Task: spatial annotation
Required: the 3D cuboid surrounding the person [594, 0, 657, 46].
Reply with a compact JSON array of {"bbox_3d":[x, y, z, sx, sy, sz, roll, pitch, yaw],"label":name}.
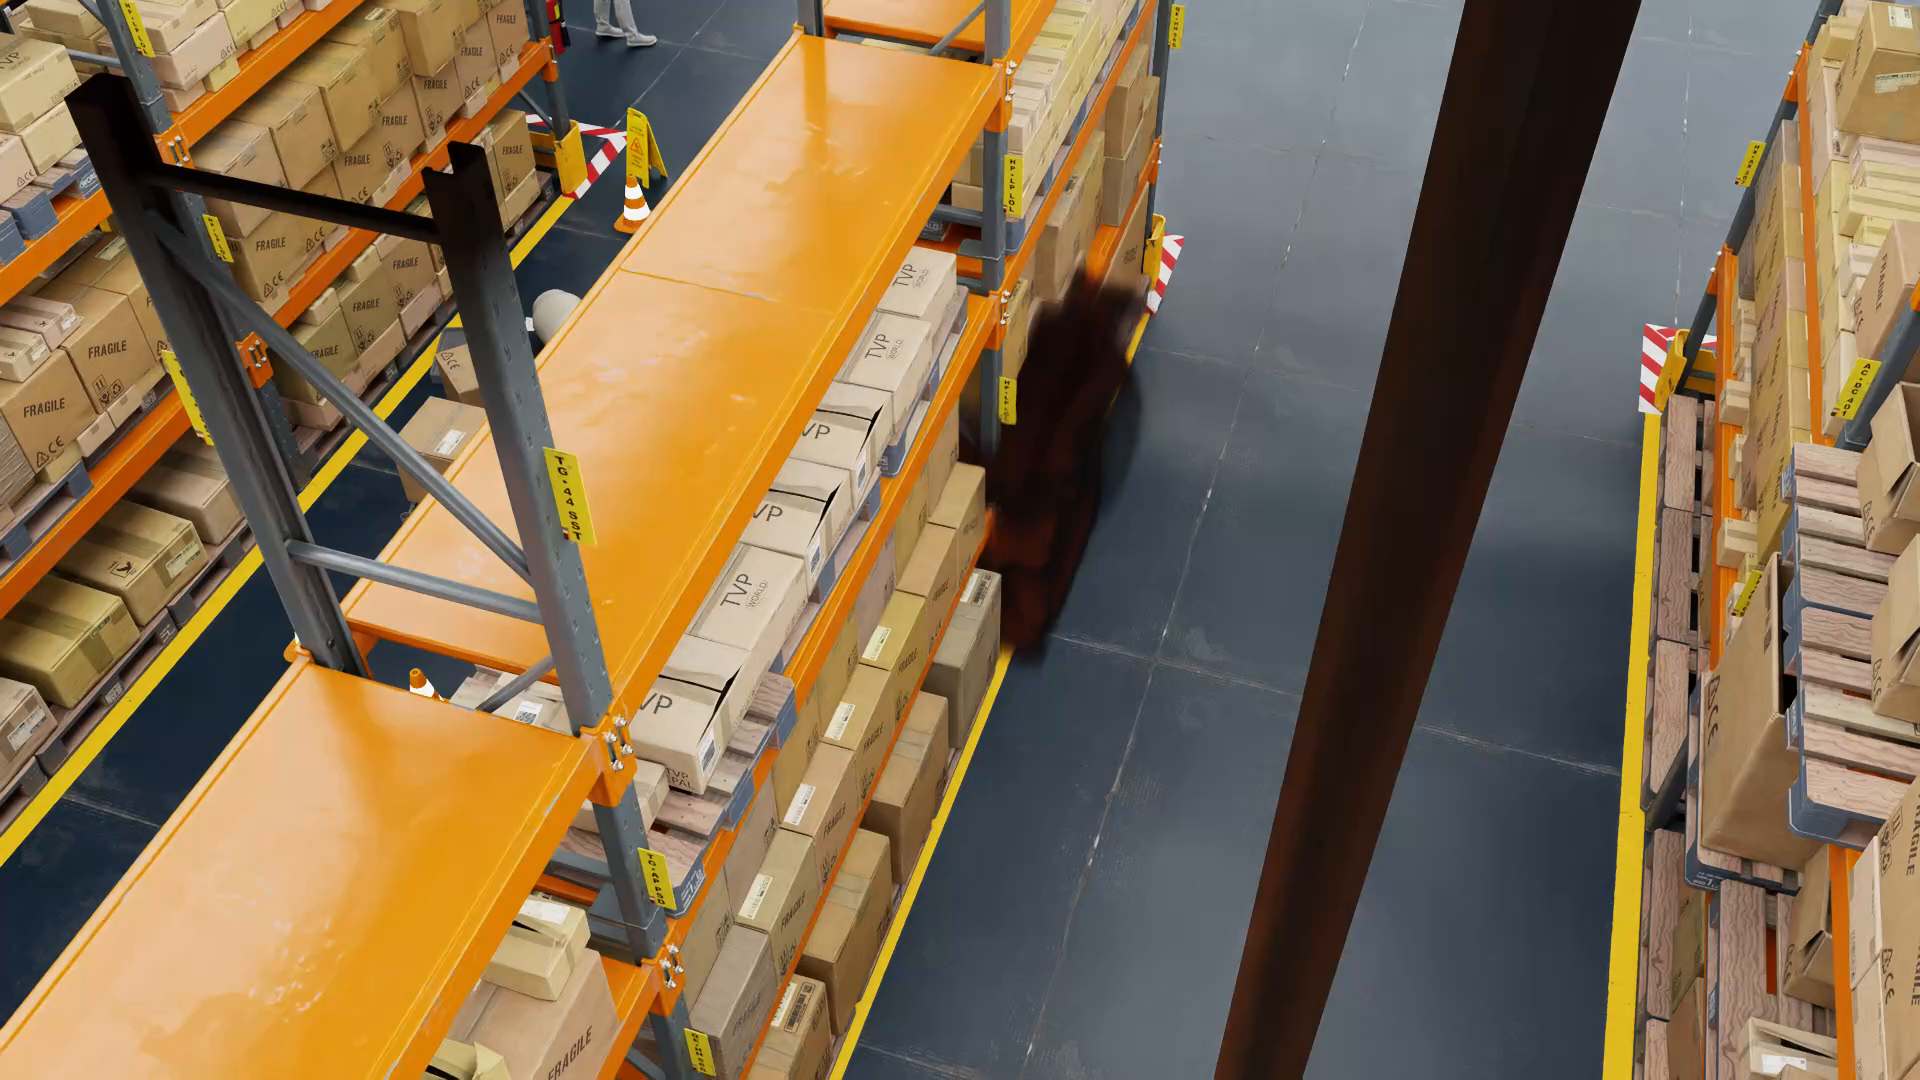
[{"bbox_3d":[-3.169,-5.358,15.210,0.554,1.696,0.523,-8,46,-8],"label":"person"}]
